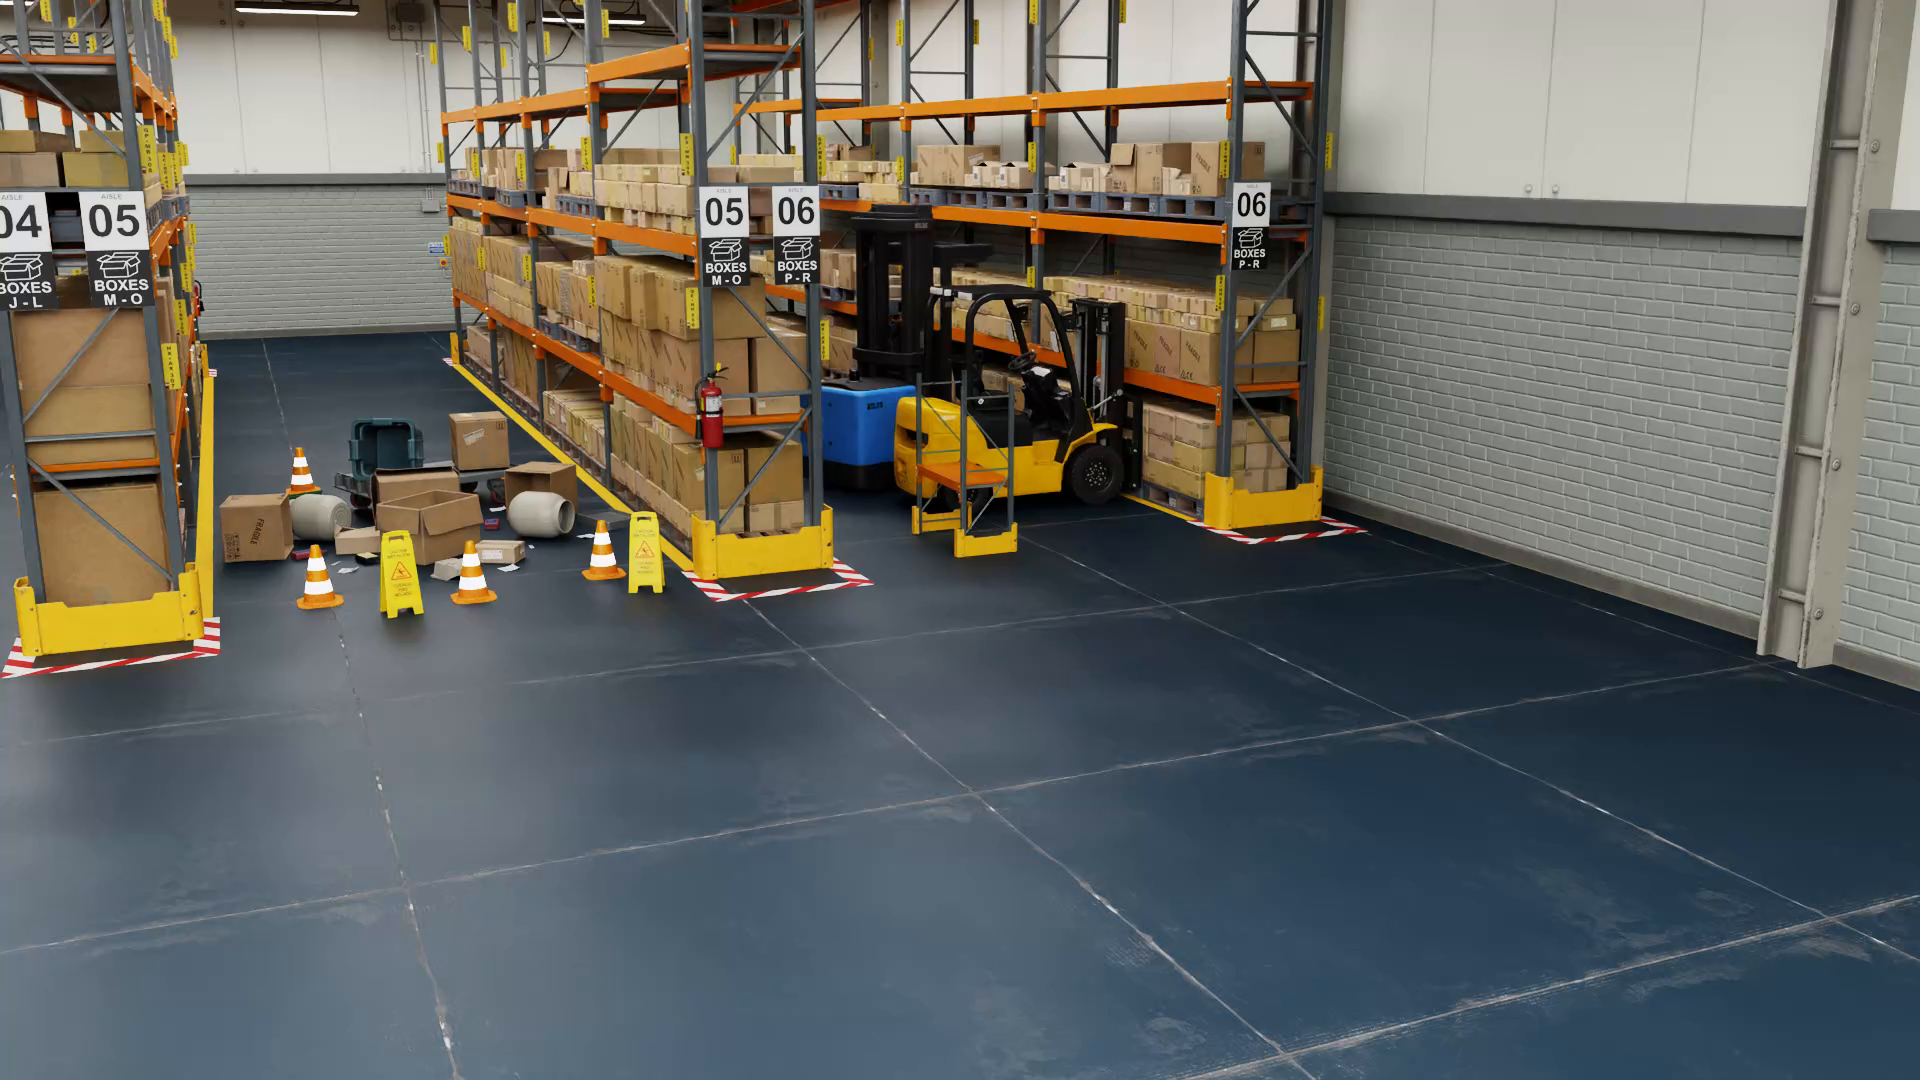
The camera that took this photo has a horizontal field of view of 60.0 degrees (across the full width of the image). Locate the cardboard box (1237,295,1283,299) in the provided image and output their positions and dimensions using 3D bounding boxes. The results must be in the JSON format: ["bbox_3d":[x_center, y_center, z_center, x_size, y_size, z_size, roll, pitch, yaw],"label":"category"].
[{"bbox_3d":[2.920,-2.305,16.237,0.380,0.149,0.250,-5,14,-21],"label":"cardboard box"}]

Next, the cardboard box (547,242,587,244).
[{"bbox_3d":[-5.217,-3.720,22.230,0.500,0.500,0.500,-5,14,-21],"label":"cardboard box"}]

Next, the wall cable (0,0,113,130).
[{"bbox_3d":[-16.235,-9.577,29.538,2.277,5.999,0.120,-6,14,-23],"label":"wall cable"}]

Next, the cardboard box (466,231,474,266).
[{"bbox_3d":[-7.296,-4.495,25.578,0.500,0.500,0.500,-5,14,-22],"label":"cardboard box"}]

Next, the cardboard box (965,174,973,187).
[{"bbox_3d":[0.278,-4.424,20.464,0.380,0.149,0.250,-6,14,-24],"label":"cardboard box"}]

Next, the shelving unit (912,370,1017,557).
[{"bbox_3d":[0.031,-0.715,15.013,0.587,1.500,1.083,-6,14,-23],"label":"shelving unit"}]

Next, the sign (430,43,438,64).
[{"bbox_3d":[-8.559,-7.909,27.042,0.100,0.325,0.005,-6,14,-23],"label":"sign"}]

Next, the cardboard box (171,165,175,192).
[{"bbox_3d":[-8.645,-3.864,17.686,0.500,0.311,0.500,-6,14,-23],"label":"cardboard box"}]

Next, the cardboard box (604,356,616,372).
[{"bbox_3d":[-3.409,-1.807,16.962,0.380,0.149,0.250,-6,14,-23],"label":"cardboard box"}]

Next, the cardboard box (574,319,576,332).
[{"bbox_3d":[-4.095,-2.399,18.589,0.380,0.149,0.250,-6,14,-23],"label":"cardboard box"}]

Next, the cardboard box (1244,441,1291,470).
[{"bbox_3d":[2.910,-0.871,16.417,0.500,0.250,0.500,-5,14,-22],"label":"cardboard box"}]

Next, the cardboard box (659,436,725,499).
[{"bbox_3d":[-2.411,-0.677,15.026,0.500,0.500,0.500,-5,14,-21],"label":"cardboard box"}]

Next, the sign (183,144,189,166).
[{"bbox_3d":[-12.026,-5.973,25.791,0.100,0.325,0.005,-6,14,-23],"label":"sign"}]

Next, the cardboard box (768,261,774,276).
[{"bbox_3d":[-2.934,-4.593,28.117,0.500,0.250,0.500,-6,14,-24],"label":"cardboard box"}]

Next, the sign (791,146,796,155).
[{"bbox_3d":[-2.985,-6.890,29.753,0.100,0.325,0.005,-6,14,-23],"label":"sign"}]

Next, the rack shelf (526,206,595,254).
[{"bbox_3d":[-4.042,-3.548,18.869,1.077,0.370,4.000,-6,14,-23],"label":"rack shelf"}]

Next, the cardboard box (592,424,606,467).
[{"bbox_3d":[-3.453,-1.056,18.056,0.950,0.372,0.625,-5,14,-22],"label":"cardboard box"}]

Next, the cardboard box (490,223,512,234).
[{"bbox_3d":[-6.867,-4.627,24.713,0.380,0.149,0.250,-5,14,-22],"label":"cardboard box"}]

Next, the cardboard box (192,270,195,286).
[{"bbox_3d":[-12.127,-4.159,25.685,0.500,0.500,0.500,-5,14,-22],"label":"cardboard box"}]

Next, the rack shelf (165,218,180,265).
[{"bbox_3d":[-8.537,-3.080,16.847,1.077,0.370,4.000,-6,14,-23],"label":"rack shelf"}]

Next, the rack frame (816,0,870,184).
[{"bbox_3d":[-1.899,-7.048,25.746,1.000,3.000,0.127,-6,14,-23],"label":"rack frame"}]

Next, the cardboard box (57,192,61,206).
[{"bbox_3d":[-7.086,-2.622,12.678,0.380,0.149,0.250,-6,14,-23],"label":"cardboard box"}]

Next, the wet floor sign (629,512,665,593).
[{"bbox_3d":[-2.543,0.086,13.448,0.267,0.644,0.232,-1,13,-4],"label":"wet floor sign"}]

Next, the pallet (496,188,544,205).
[{"bbox_3d":[-5.600,-4.578,22.145,1.003,0.211,1.213,-5,14,-20],"label":"pallet"}]

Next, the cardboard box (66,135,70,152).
[{"bbox_3d":[-7.697,-3.325,13.949,0.380,0.149,0.250,-6,14,-23],"label":"cardboard box"}]

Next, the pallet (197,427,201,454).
[{"bbox_3d":[-9.650,-1.185,19.902,1.003,0.211,1.213,-6,14,-23],"label":"pallet"}]

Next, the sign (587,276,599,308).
[{"bbox_3d":[-3.748,-2.537,16.990,0.100,0.325,0.005,-6,14,-23],"label":"sign"}]

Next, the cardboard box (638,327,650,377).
[{"bbox_3d":[-2.688,-1.792,15.458,0.500,0.500,0.500,-5,14,-22],"label":"cardboard box"}]

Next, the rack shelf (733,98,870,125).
[{"bbox_3d":[-2.700,-7.109,27.612,1.077,0.370,4.000,-6,14,-23],"label":"rack shelf"}]

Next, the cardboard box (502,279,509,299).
[{"bbox_3d":[-5.911,-3.414,22.573,0.500,0.250,0.500,-6,14,-25],"label":"cardboard box"}]

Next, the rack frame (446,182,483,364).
[{"bbox_3d":[-8.048,-4.503,28.052,1.000,3.000,0.127,-6,14,-23],"label":"rack frame"}]

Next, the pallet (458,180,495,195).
[{"bbox_3d":[-7.248,-5.516,25.975,1.003,0.211,1.213,-6,14,-23],"label":"pallet"}]

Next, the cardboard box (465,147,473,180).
[{"bbox_3d":[-7.378,-5.836,25.786,0.500,0.500,0.500,-5,14,-22],"label":"cardboard box"}]

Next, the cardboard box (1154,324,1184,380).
[{"bbox_3d":[2.271,-1.881,16.502,0.500,0.500,0.500,-5,14,-21],"label":"cardboard box"}]

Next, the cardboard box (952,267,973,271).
[{"bbox_3d":[0.019,-3.615,22.556,0.380,0.149,0.250,-5,14,-21],"label":"cardboard box"}]

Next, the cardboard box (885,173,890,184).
[{"bbox_3d":[-0.827,-5.045,23.191,0.380,0.149,0.250,-5,14,-22],"label":"cardboard box"}]

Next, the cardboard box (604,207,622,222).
[{"bbox_3d":[-3.289,-3.216,16.400,0.380,0.149,0.250,-6,14,-23],"label":"cardboard box"}]

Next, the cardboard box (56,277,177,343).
[{"bbox_3d":[-7.293,-1.972,14.391,0.875,0.550,0.550,-6,14,-23],"label":"cardboard box"}]

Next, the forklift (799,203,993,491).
[{"bbox_3d":[-0.327,-2.205,18.275,3.031,2.935,1.130,-13,18,-44],"label":"forklift"}]

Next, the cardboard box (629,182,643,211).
[{"bbox_3d":[-2.707,-3.127,15.127,0.500,0.250,0.500,-5,14,-22],"label":"cardboard box"}]

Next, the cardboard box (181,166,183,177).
[{"bbox_3d":[-12.125,-5.594,25.341,0.500,0.250,0.500,-6,14,-25],"label":"cardboard box"}]

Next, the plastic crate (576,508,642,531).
[{"bbox_3d":[-3.363,-0.203,15.948,0.402,0.080,0.583,-12,18,-42],"label":"plastic crate"}]

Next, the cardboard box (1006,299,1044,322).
[{"bbox_3d":[0.875,-2.721,19.580,0.500,0.250,0.500,-6,14,-24],"label":"cardboard box"}]

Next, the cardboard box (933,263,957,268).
[{"bbox_3d":[-0.360,-3.673,23.313,0.500,0.500,0.500,-5,14,-20],"label":"cardboard box"}]

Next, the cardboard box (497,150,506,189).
[{"bbox_3d":[-5.815,-4.902,21.974,0.500,0.500,0.500,-5,14,-22],"label":"cardboard box"}]

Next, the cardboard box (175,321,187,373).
[{"bbox_3d":[-8.101,-1.945,16.779,0.500,0.500,0.500,-6,14,-23],"label":"cardboard box"}]

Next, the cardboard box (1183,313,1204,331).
[{"bbox_3d":[2.383,-2.107,16.042,0.380,0.149,0.250,-5,14,-22],"label":"cardboard box"}]

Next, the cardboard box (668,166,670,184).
[{"bbox_3d":[-2.286,-3.133,14.269,0.380,0.149,0.250,-6,14,-23],"label":"cardboard box"}]

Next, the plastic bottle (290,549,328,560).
[{"bbox_3d":[-5.711,0.120,14.598,0.283,0.061,0.133,-12,18,-42],"label":"plastic bottle"}]

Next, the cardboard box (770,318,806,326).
[{"bbox_3d":[-2.916,-3.505,28.355,0.500,0.500,0.500,-5,14,-22],"label":"cardboard box"}]

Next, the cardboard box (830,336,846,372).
[{"bbox_3d":[-1.689,-2.883,25.665,0.500,0.500,0.500,-6,14,-24],"label":"cardboard box"}]

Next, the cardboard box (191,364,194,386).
[{"bbox_3d":[-9.596,-2.003,20.202,0.500,0.250,0.500,-6,14,-24],"label":"cardboard box"}]

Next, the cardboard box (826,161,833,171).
[{"bbox_3d":[-1.819,-5.606,24.909,0.380,0.149,0.250,-6,14,-24],"label":"cardboard box"}]

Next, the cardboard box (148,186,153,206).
[{"bbox_3d":[-6.282,-2.578,12.487,0.380,0.149,0.250,-6,14,-23],"label":"cardboard box"}]

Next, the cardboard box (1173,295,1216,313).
[{"bbox_3d":[2.315,-2.311,16.261,0.380,0.149,0.250,-5,14,-22],"label":"cardboard box"}]
